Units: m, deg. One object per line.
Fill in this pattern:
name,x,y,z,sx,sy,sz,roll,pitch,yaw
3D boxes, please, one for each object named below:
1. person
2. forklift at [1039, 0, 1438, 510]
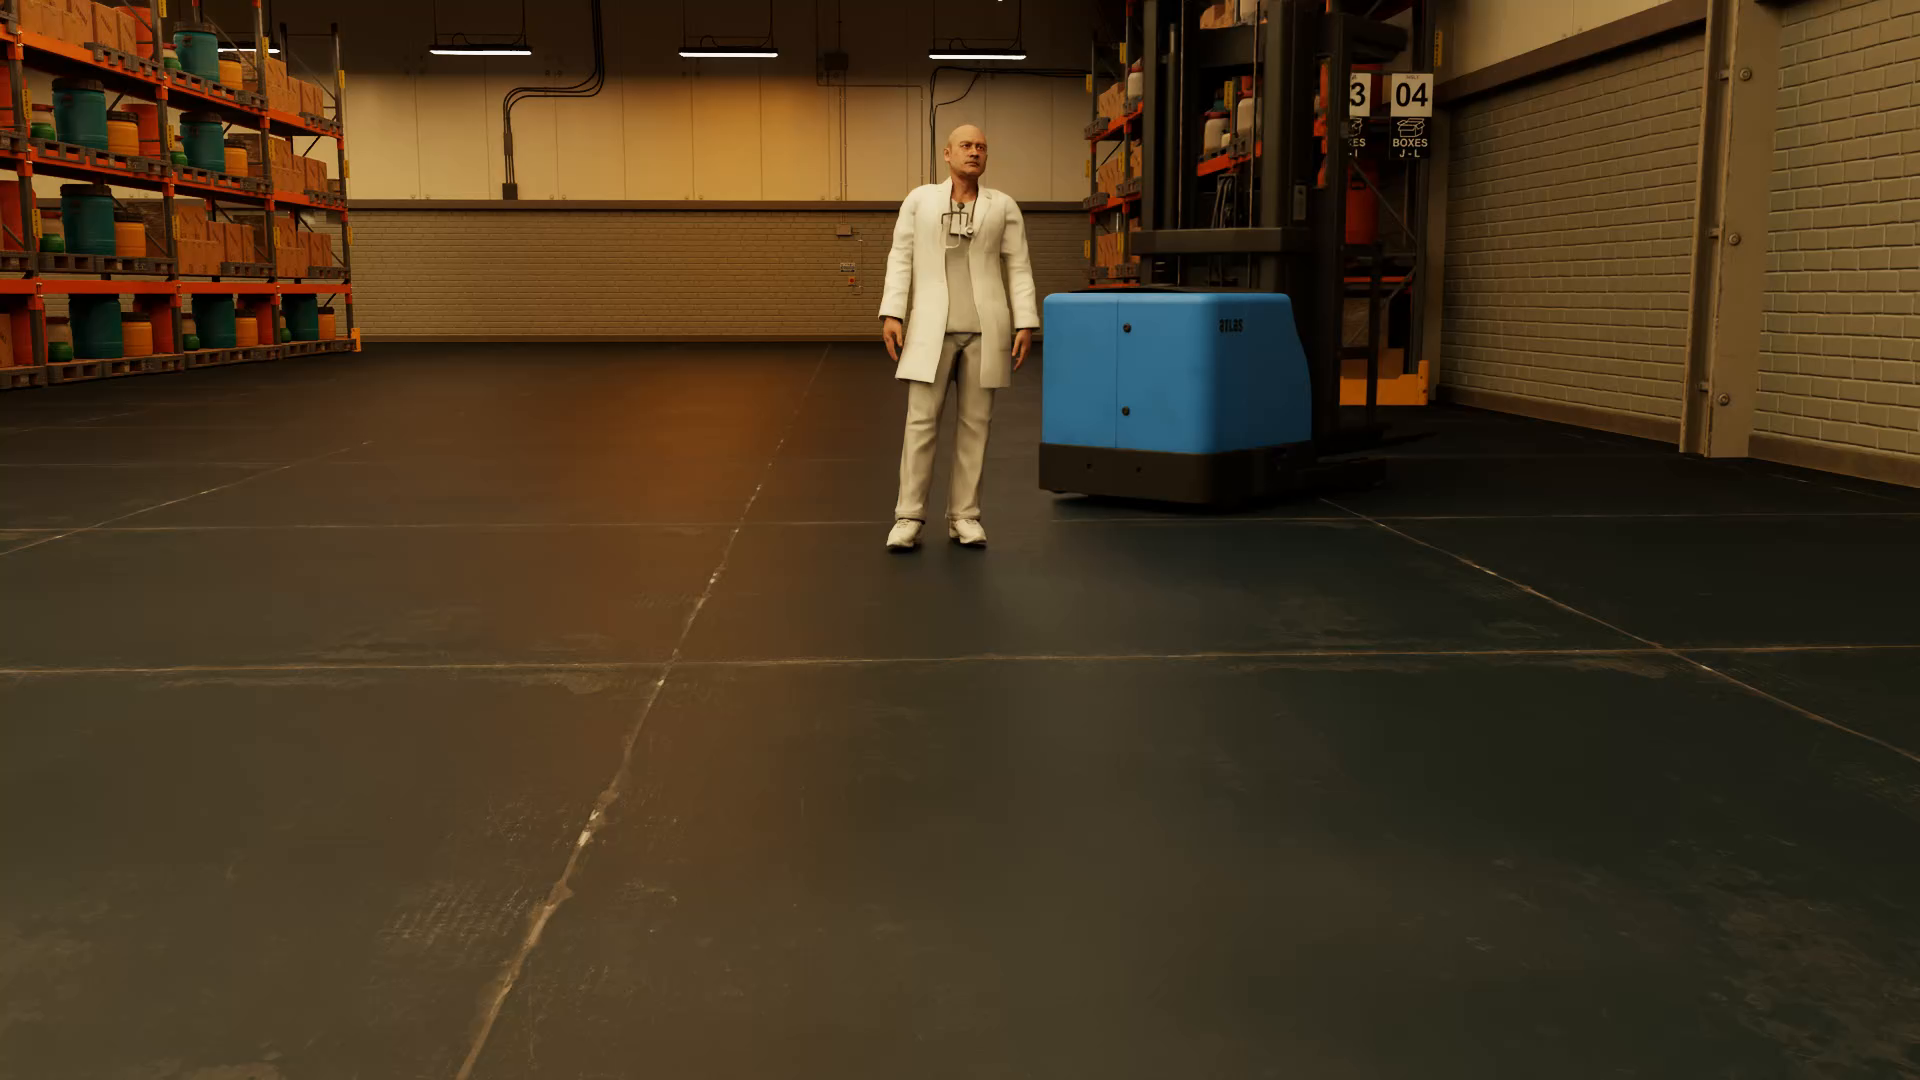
person,0.002,-0.873,7.087,0.698,1.779,0.577,-1,8,-4
forklift,1.741,-1.765,9.220,1.130,2.935,3.031,7,11,39
